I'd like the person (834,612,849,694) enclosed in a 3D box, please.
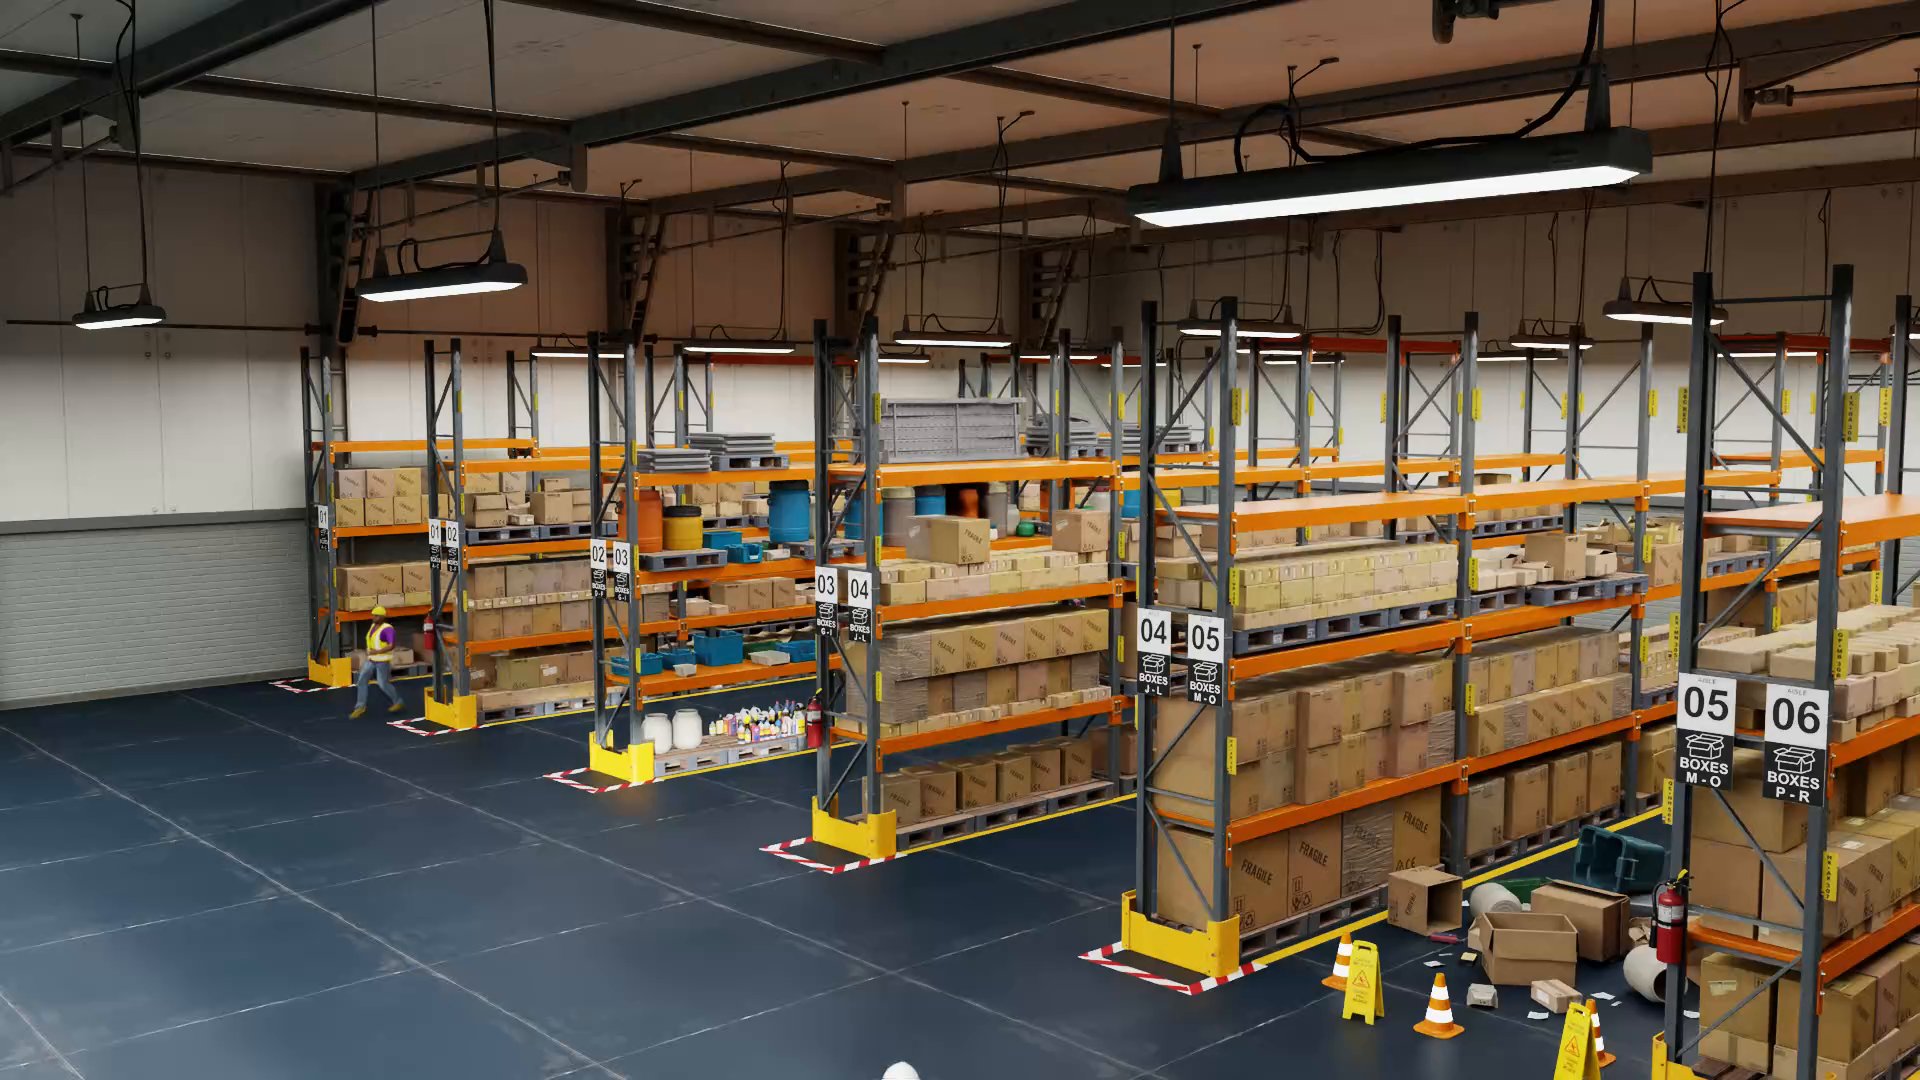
[{"bbox_3d":[-2.026,1.667,27.155,0.572,1.723,0.563,-5,7,-43],"label":"person"}]

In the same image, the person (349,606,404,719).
[{"bbox_3d":[-9.342,1.950,26.653,0.711,1.783,0.889,4,6,38],"label":"person"}]

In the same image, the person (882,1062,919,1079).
[{"bbox_3d":[-0.297,3.532,8.496,0.704,1.763,0.896,0,5,5],"label":"person"}]
